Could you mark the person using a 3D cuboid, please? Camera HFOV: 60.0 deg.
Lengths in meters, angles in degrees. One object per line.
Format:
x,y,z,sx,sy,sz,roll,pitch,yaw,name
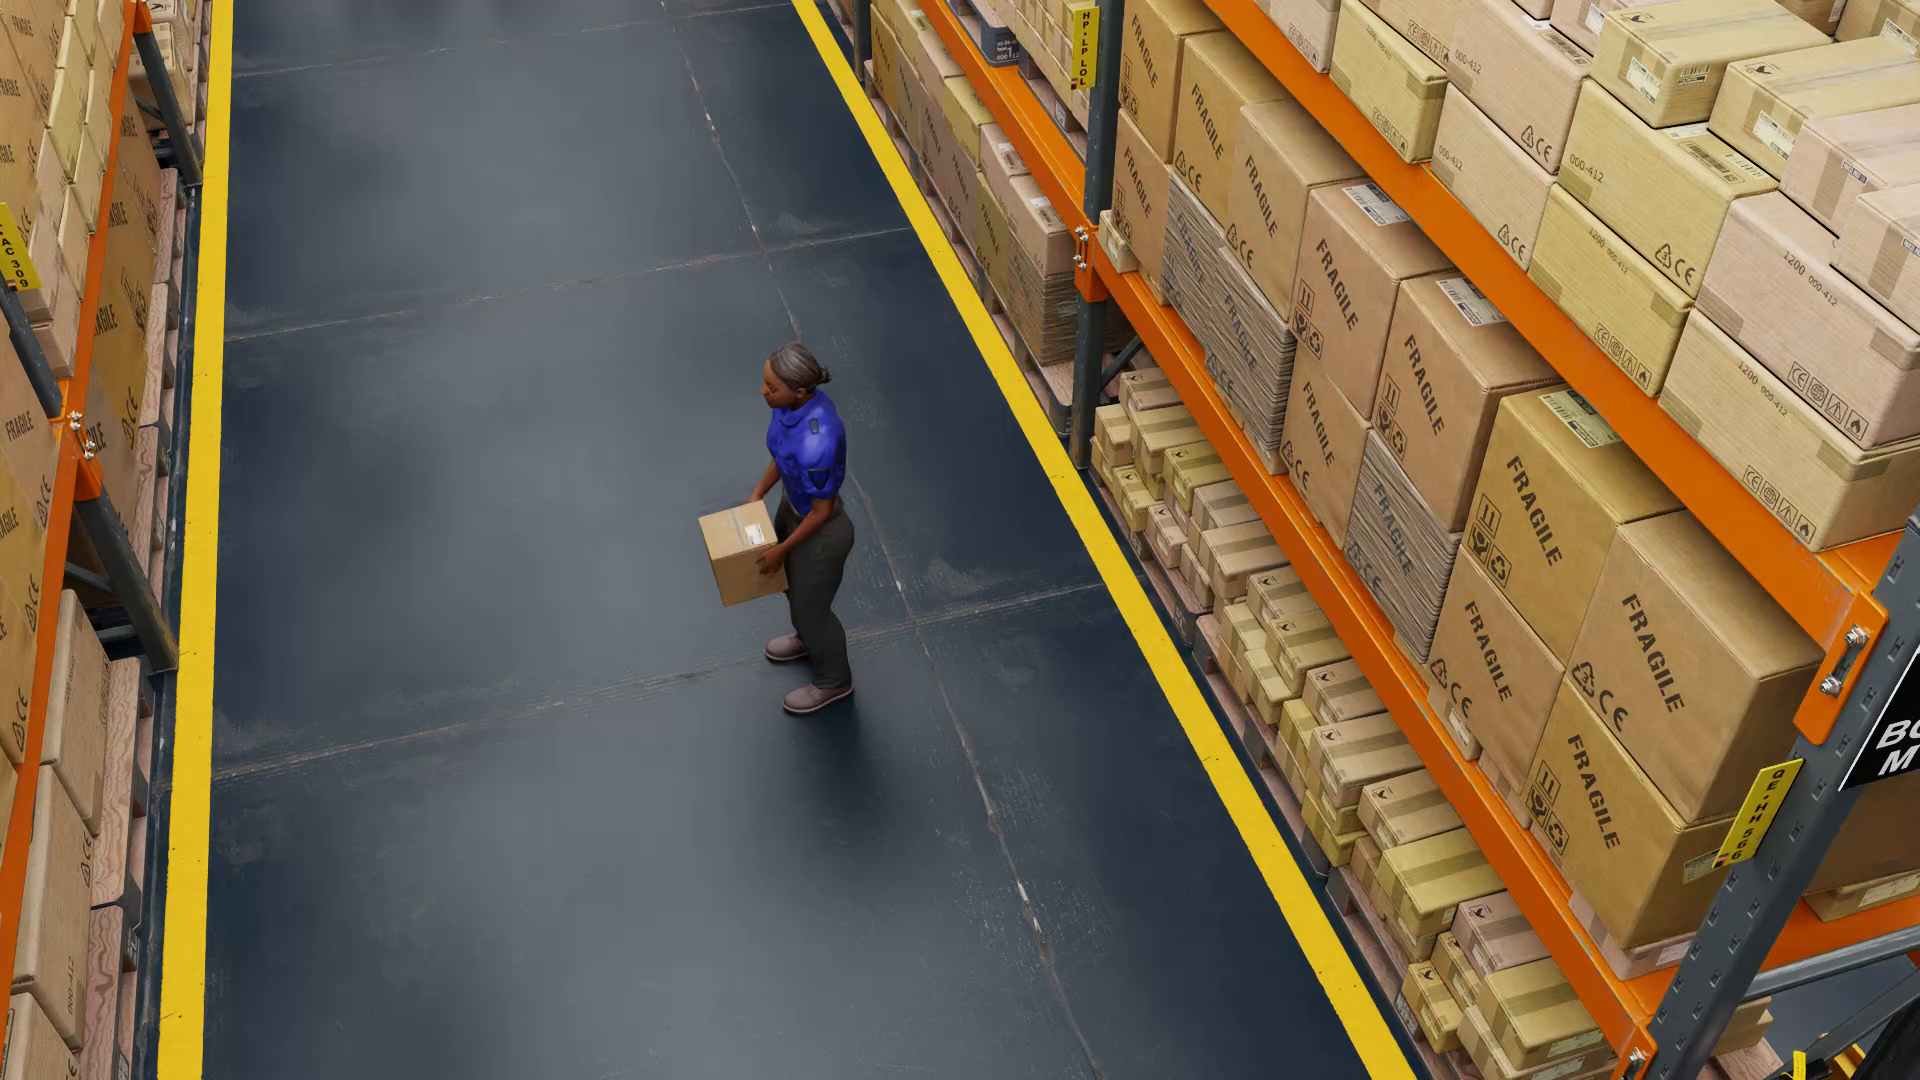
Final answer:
-0.605,-0.049,6.212,0.391,1.662,0.479,-13,44,-13,person
